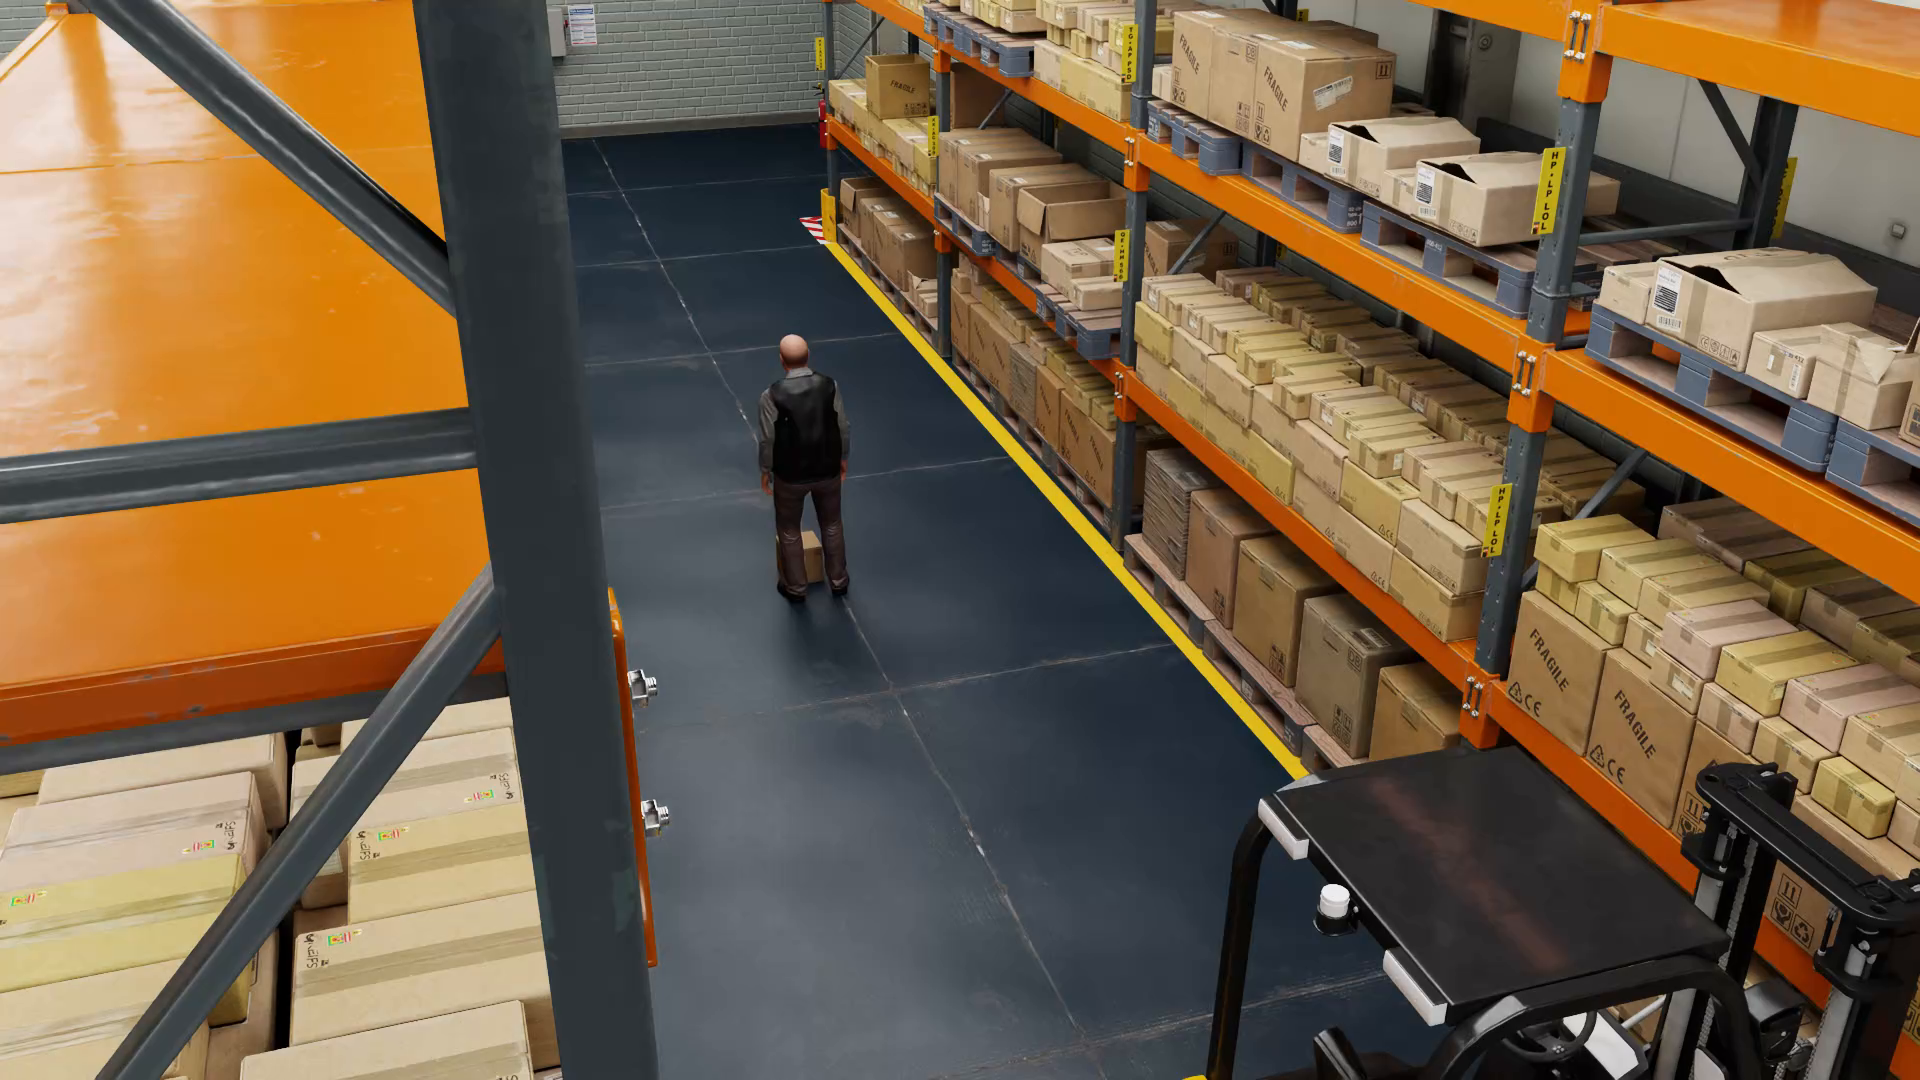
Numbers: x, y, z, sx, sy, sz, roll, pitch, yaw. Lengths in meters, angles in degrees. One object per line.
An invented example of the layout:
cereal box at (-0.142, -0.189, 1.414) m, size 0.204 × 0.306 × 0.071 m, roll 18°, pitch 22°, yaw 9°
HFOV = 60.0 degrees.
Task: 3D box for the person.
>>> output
person at (-0.952, -0.422, 10.252) m, size 0.584 × 1.719 × 0.426 m, roll -10°, pitch 28°, yaw -19°
